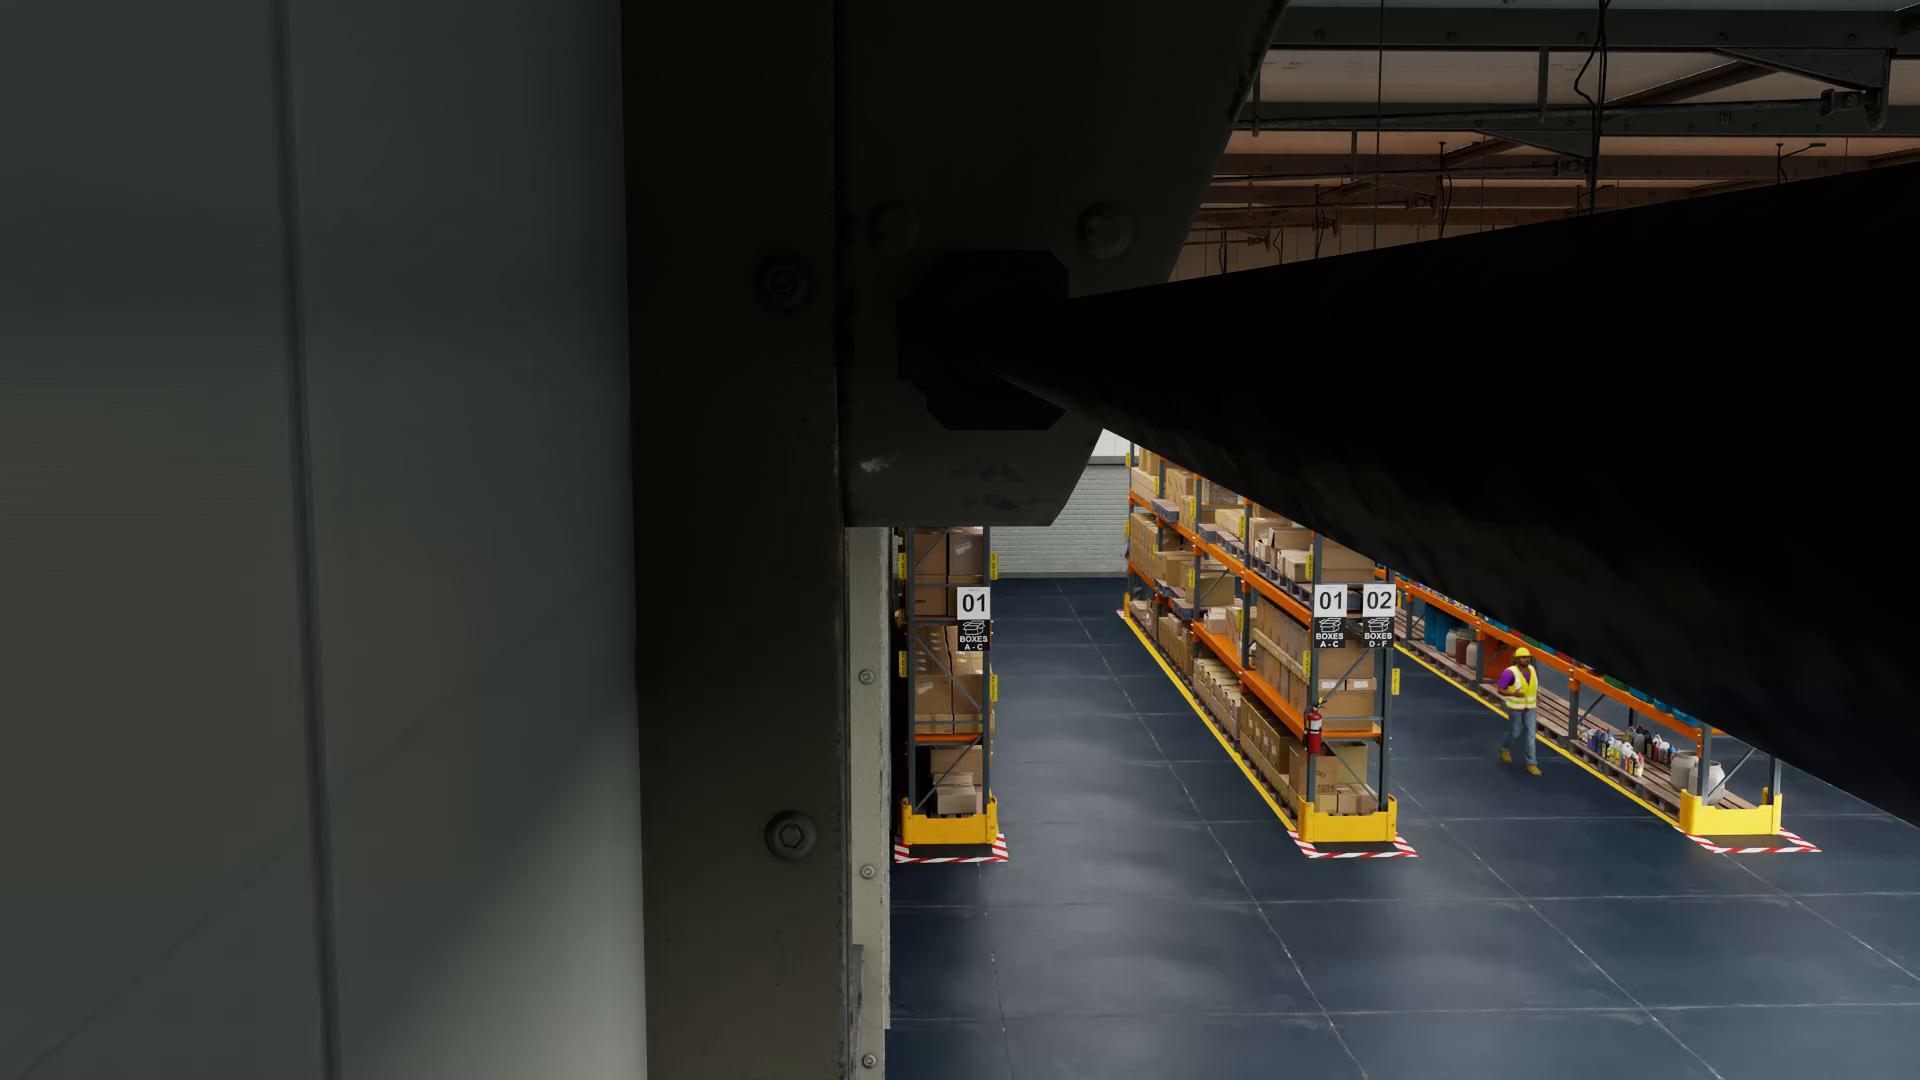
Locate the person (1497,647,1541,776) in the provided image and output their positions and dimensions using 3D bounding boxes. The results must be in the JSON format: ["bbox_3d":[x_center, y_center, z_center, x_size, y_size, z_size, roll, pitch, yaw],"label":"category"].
[{"bbox_3d":[7.992,2.395,23.703,0.702,1.754,0.963,-1,7,-10],"label":"person"}]

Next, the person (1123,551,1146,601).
[{"bbox_3d":[4.024,0.722,37.520,0.823,1.635,0.649,-3,8,-19],"label":"person"}]
